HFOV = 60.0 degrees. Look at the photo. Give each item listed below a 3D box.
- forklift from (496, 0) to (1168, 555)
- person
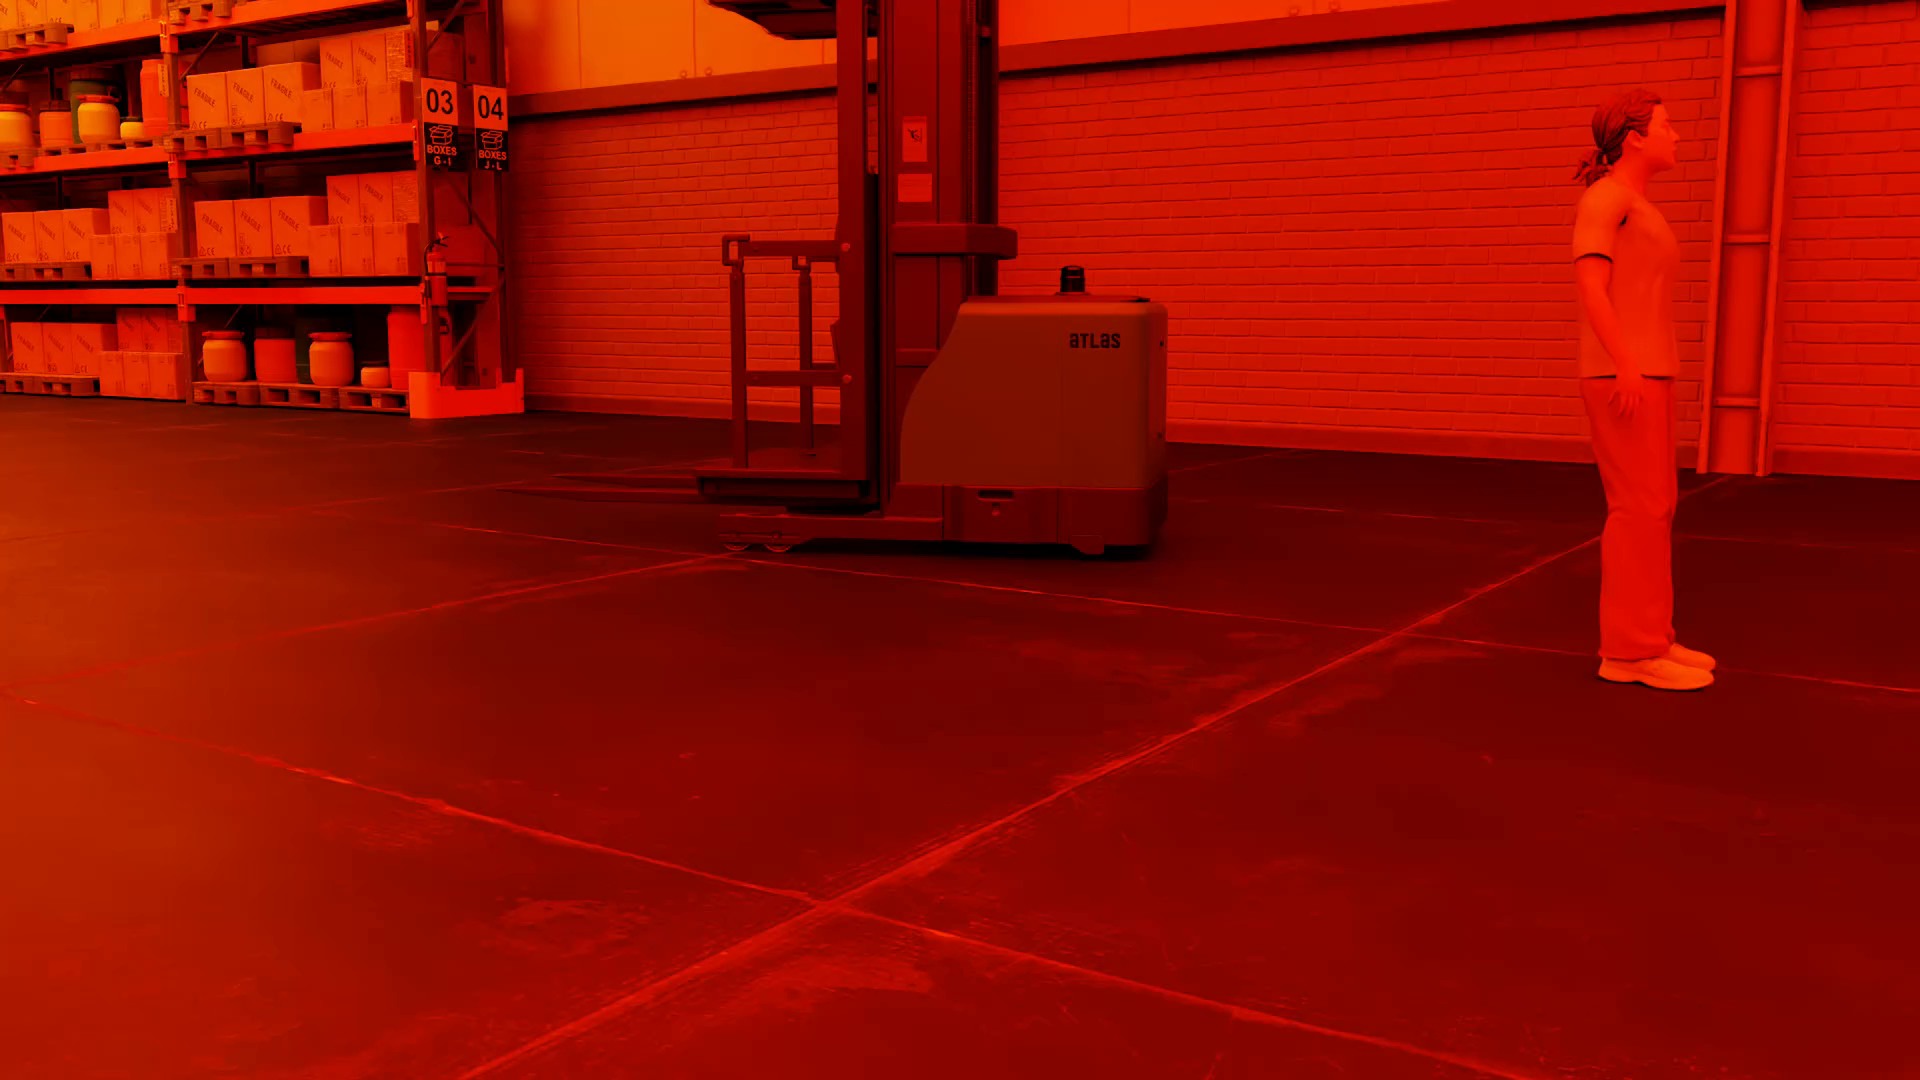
[{"bbox_3d":[-0.596,-1.469,7.520,3.031,2.935,1.130,2,8,12],"label":"forklift"},{"bbox_3d":[1.983,-0.439,4.798,0.493,1.678,0.538,5,9,31],"label":"person"}]
